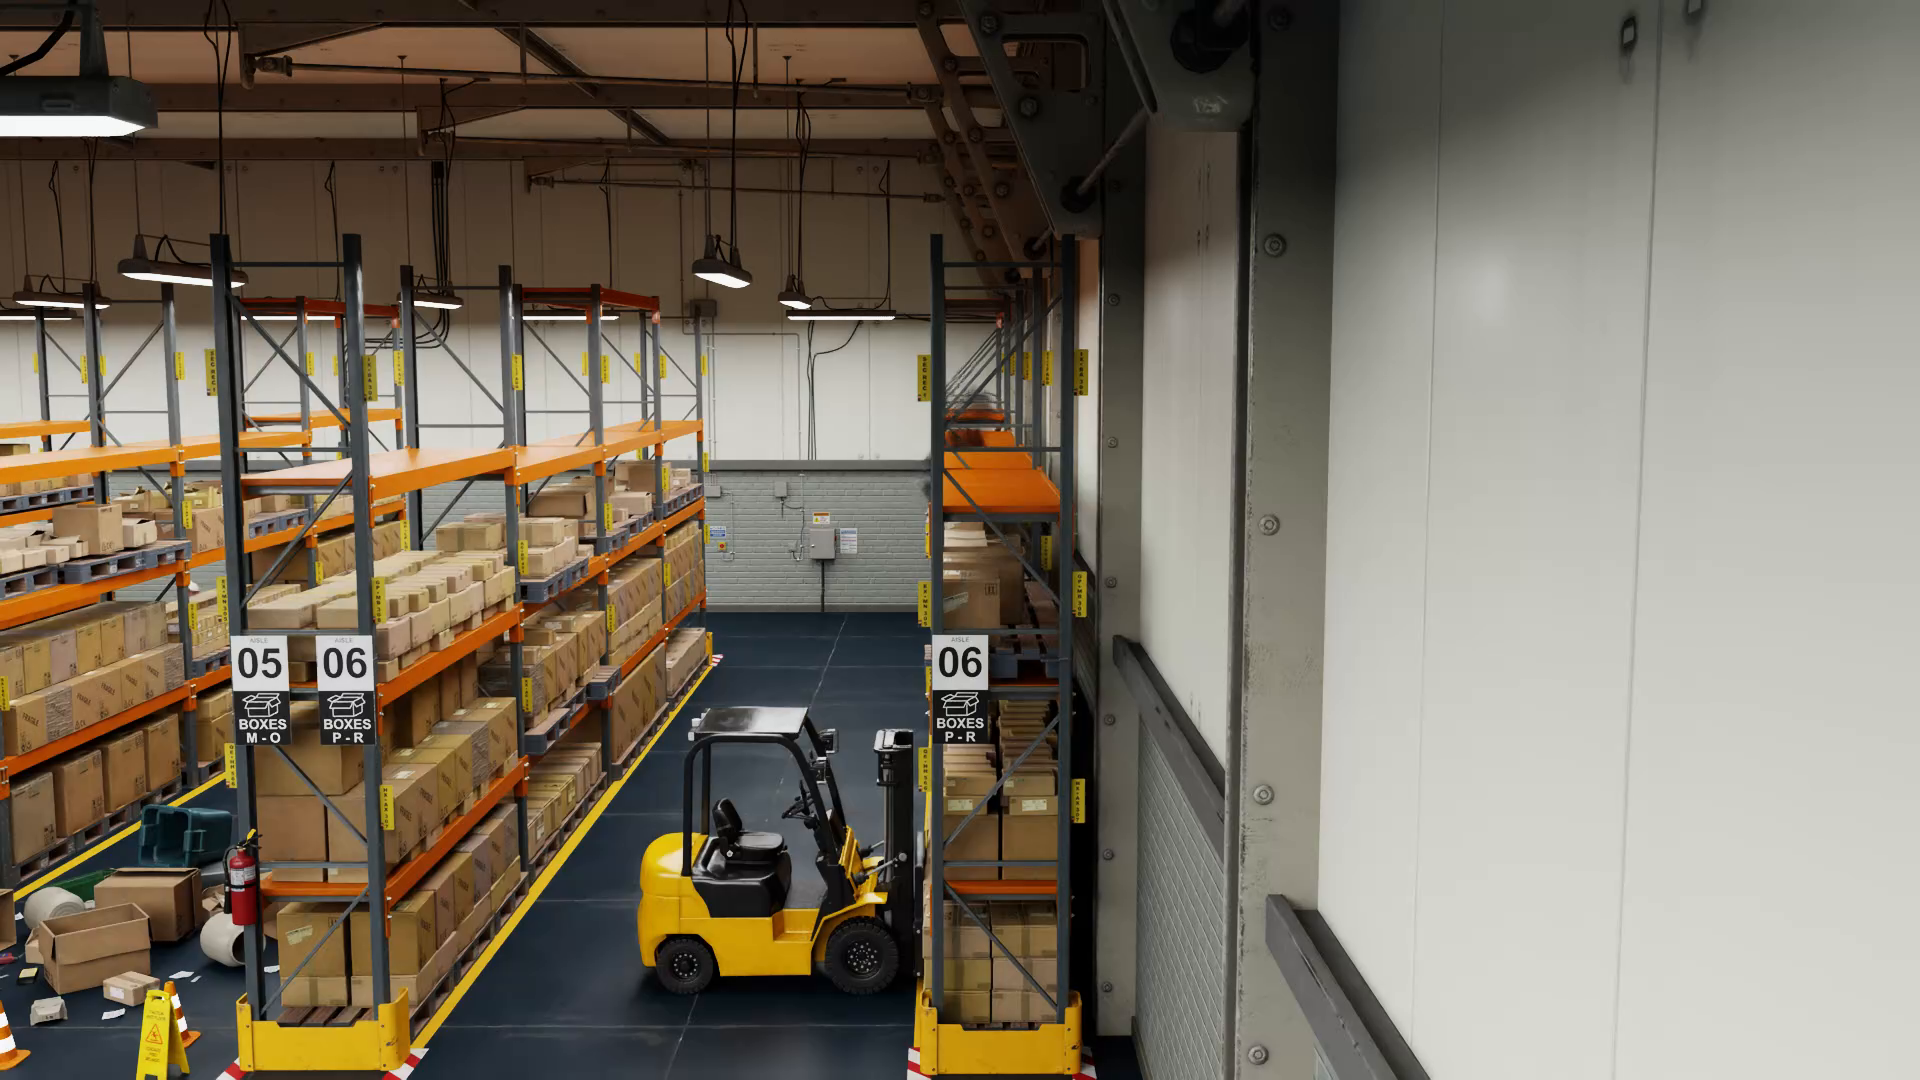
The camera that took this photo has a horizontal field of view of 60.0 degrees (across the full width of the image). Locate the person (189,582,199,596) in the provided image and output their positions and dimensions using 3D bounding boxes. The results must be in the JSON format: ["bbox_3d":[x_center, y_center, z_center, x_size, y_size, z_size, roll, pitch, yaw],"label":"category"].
[{"bbox_3d":[-11.516,1.518,25.084,0.647,1.788,0.883,1,6,10],"label":"person"}]
